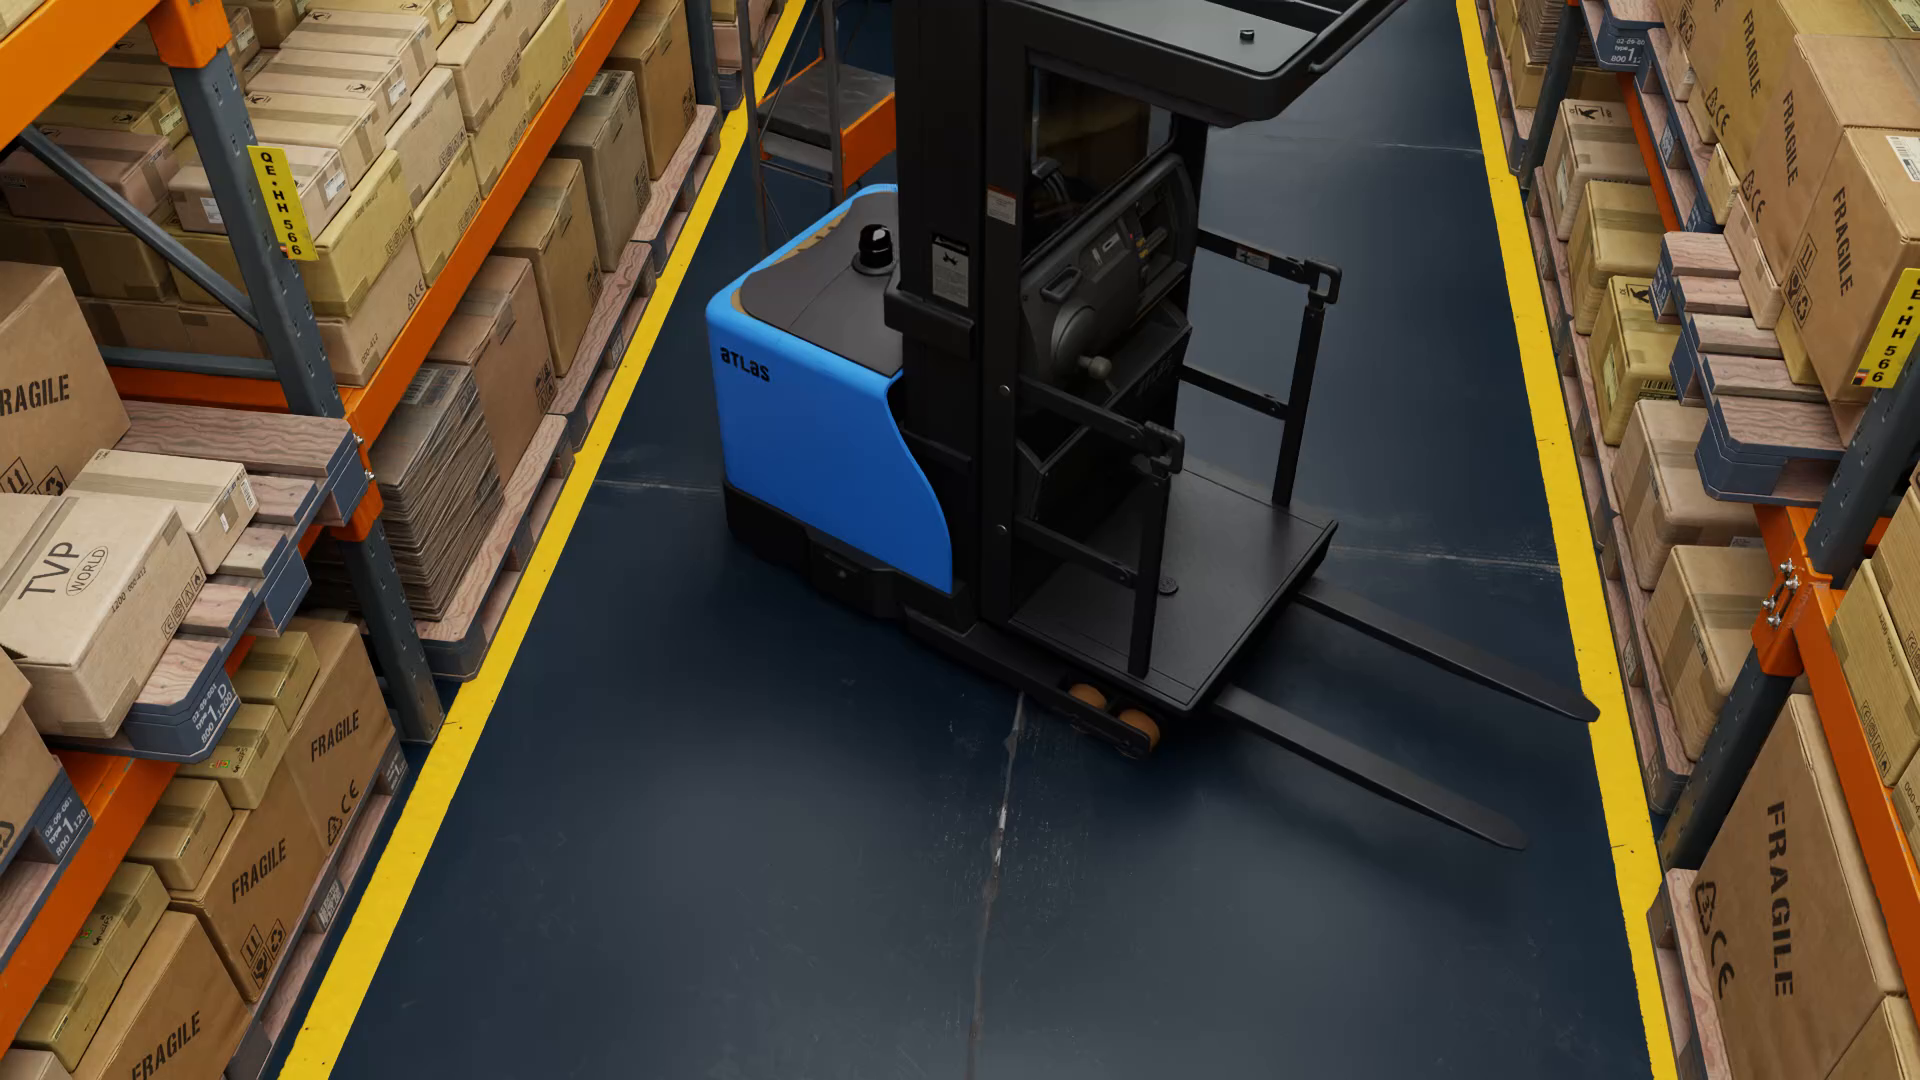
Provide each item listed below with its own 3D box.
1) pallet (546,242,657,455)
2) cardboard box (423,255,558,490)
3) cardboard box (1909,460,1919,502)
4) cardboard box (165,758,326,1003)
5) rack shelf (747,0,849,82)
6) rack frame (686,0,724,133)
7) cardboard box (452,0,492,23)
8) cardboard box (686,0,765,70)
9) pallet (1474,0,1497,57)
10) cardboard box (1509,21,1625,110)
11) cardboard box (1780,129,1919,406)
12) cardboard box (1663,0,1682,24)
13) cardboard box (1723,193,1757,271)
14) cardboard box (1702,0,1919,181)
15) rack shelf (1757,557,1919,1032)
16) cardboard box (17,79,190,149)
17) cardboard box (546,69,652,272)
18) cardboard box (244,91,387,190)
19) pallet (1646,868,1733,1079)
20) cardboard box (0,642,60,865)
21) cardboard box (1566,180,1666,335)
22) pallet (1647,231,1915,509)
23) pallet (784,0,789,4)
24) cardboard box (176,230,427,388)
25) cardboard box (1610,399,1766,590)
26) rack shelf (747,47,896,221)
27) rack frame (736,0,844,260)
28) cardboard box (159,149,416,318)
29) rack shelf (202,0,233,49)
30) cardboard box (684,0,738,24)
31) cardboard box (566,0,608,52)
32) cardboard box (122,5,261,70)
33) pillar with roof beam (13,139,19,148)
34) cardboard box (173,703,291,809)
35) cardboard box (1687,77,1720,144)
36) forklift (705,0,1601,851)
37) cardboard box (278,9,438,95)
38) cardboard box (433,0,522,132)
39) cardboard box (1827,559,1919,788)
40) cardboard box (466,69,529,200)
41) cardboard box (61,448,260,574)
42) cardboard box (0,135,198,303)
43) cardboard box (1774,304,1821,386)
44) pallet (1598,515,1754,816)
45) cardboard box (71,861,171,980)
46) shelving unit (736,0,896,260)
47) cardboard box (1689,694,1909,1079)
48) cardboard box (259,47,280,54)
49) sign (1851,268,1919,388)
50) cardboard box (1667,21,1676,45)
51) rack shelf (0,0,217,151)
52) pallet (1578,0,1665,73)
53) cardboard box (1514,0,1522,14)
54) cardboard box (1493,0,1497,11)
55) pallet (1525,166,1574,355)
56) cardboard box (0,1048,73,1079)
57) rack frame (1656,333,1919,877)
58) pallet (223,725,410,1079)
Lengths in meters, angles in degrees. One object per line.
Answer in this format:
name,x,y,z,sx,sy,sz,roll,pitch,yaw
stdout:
pallet,-1.928,-0.867,7.012,1.003,0.211,1.213,5,44,6
cardboard box,-2.065,-0.653,6.179,0.875,0.625,0.625,7,44,7
cardboard box,2.374,-0.129,3.405,0.500,0.500,0.500,4,44,4
cardboard box,-2.159,0.910,4.619,0.500,0.500,0.500,5,44,5
rack shelf,-0.479,-1.993,5.829,0.431,0.518,0.480,22,48,21
rack frame,-1.710,-3.219,7.468,1.000,3.000,0.127,5,44,6
cardboard box,-1.745,-1.835,5.462,0.380,0.149,0.250,6,44,6
cardboard box,-1.318,-2.672,8.585,0.500,0.250,0.500,6,44,6
pallet,3.423,-3.052,9.320,1.003,0.211,1.213,5,44,6
cardboard box,3.022,-2.351,8.246,0.500,0.250,0.500,7,44,7
cardboard box,2.466,-0.676,4.188,0.500,0.500,0.500,4,44,4
cardboard box,2.719,-2.096,5.688,0.500,0.500,0.500,5,44,5
cardboard box,2.485,-0.886,4.881,0.380,0.149,0.250,3,44,4
cardboard box,2.589,-1.373,4.924,0.500,0.500,0.500,3,43,3
rack shelf,2.417,1.580,2.923,1.077,0.370,4.000,5,44,6
cardboard box,-2.473,-1.193,4.784,0.380,0.149,0.250,6,44,7
cardboard box,-1.878,-1.624,7.205,0.875,0.625,0.625,5,44,5
cardboard box,-1.871,-1.137,4.724,0.380,0.149,0.250,6,44,6
pallet,2.502,1.499,4.513,1.003,0.211,1.213,5,44,6
cardboard box,-2.272,0.447,3.216,0.797,0.503,0.637,4,44,5
cardboard box,3.052,-1.120,6.857,0.950,0.372,0.625,8,44,8
pallet,2.670,-0.470,4.704,1.213,0.211,1.003,5,44,6
pallet,-1.405,-3.578,9.875,1.003,0.211,1.213,5,44,6
cardboard box,-1.938,-0.718,4.936,0.500,0.250,0.500,5,44,6
cardboard box,2.856,-0.130,5.811,0.950,0.372,0.625,4,44,5
rack shelf,-0.479,-1.485,6.311,0.431,0.518,0.480,22,48,21
rack frame,-0.602,-1.350,6.148,0.400,2.100,0.015,22,48,21
cardboard box,-1.914,-0.898,4.762,0.500,0.250,0.500,5,44,5
rack shelf,-1.975,-2.684,5.244,1.077,0.370,4.000,5,44,6
cardboard box,-1.340,-2.856,8.415,0.500,0.250,0.500,5,44,5
cardboard box,-1.675,-2.118,6.414,0.500,0.250,0.500,5,44,6
cardboard box,-2.415,-1.538,5.148,0.380,0.149,0.250,4,44,5
pillar with roof beam,1.307,-3.250,3.137,9.100,9.000,0.400,5,44,6
cardboard box,-2.059,0.576,4.501,0.380,0.149,0.250,3,44,3
cardboard box,2.618,-1.413,5.438,0.380,0.149,0.250,4,44,4
forklift,0.630,-0.762,4.923,3.031,2.935,1.130,26,49,25
cardboard box,-1.841,-1.494,5.101,0.380,0.149,0.250,6,44,6
cardboard box,-1.784,-1.596,5.499,0.500,0.250,0.500,4,44,4
cardboard box,2.367,0.321,3.838,0.500,0.250,0.500,5,44,5
cardboard box,-1.806,-1.412,5.669,0.500,0.250,0.500,4,44,4
cardboard box,-1.946,-0.071,4.021,0.380,0.149,0.250,6,44,6
cardboard box,-2.455,-0.951,4.818,0.500,0.250,0.500,6,44,6
cardboard box,2.455,-0.539,4.515,0.380,0.149,0.250,6,44,6
pallet,2.786,0.436,5.636,1.003,0.211,1.213,5,44,6
cardboard box,-2.217,0.927,4.130,0.380,0.149,0.250,6,44,7
shelving unit,-0.479,-1.494,6.301,0.431,2.100,0.503,22,48,21
cardboard box,2.508,1.038,4.212,0.875,0.875,0.875,5,44,5
cardboard box,-2.320,-1.641,5.547,0.500,0.250,0.500,5,44,5
sign,2.142,-0.478,3.789,0.100,0.325,0.005,5,44,6
cardboard box,2.711,-1.774,5.819,0.380,0.149,0.250,6,44,6
rack shelf,-2.504,0.043,2.365,1.077,0.370,4.000,5,44,6
pallet,2.965,-2.193,6.524,1.003,0.211,1.213,5,44,6
cardboard box,3.088,-2.971,8.355,0.500,0.500,0.500,6,44,6
cardboard box,3.154,-3.061,8.996,0.500,0.250,0.500,6,44,6
pallet,3.109,-1.227,7.392,1.003,0.211,1.213,5,44,6
cardboard box,-2.257,1.288,3.749,0.380,0.149,0.250,3,44,4
rack frame,2.681,-0.044,4.115,1.000,3.000,0.127,5,44,6
pallet,-2.375,1.025,5.014,1.003,0.211,1.213,5,44,6
